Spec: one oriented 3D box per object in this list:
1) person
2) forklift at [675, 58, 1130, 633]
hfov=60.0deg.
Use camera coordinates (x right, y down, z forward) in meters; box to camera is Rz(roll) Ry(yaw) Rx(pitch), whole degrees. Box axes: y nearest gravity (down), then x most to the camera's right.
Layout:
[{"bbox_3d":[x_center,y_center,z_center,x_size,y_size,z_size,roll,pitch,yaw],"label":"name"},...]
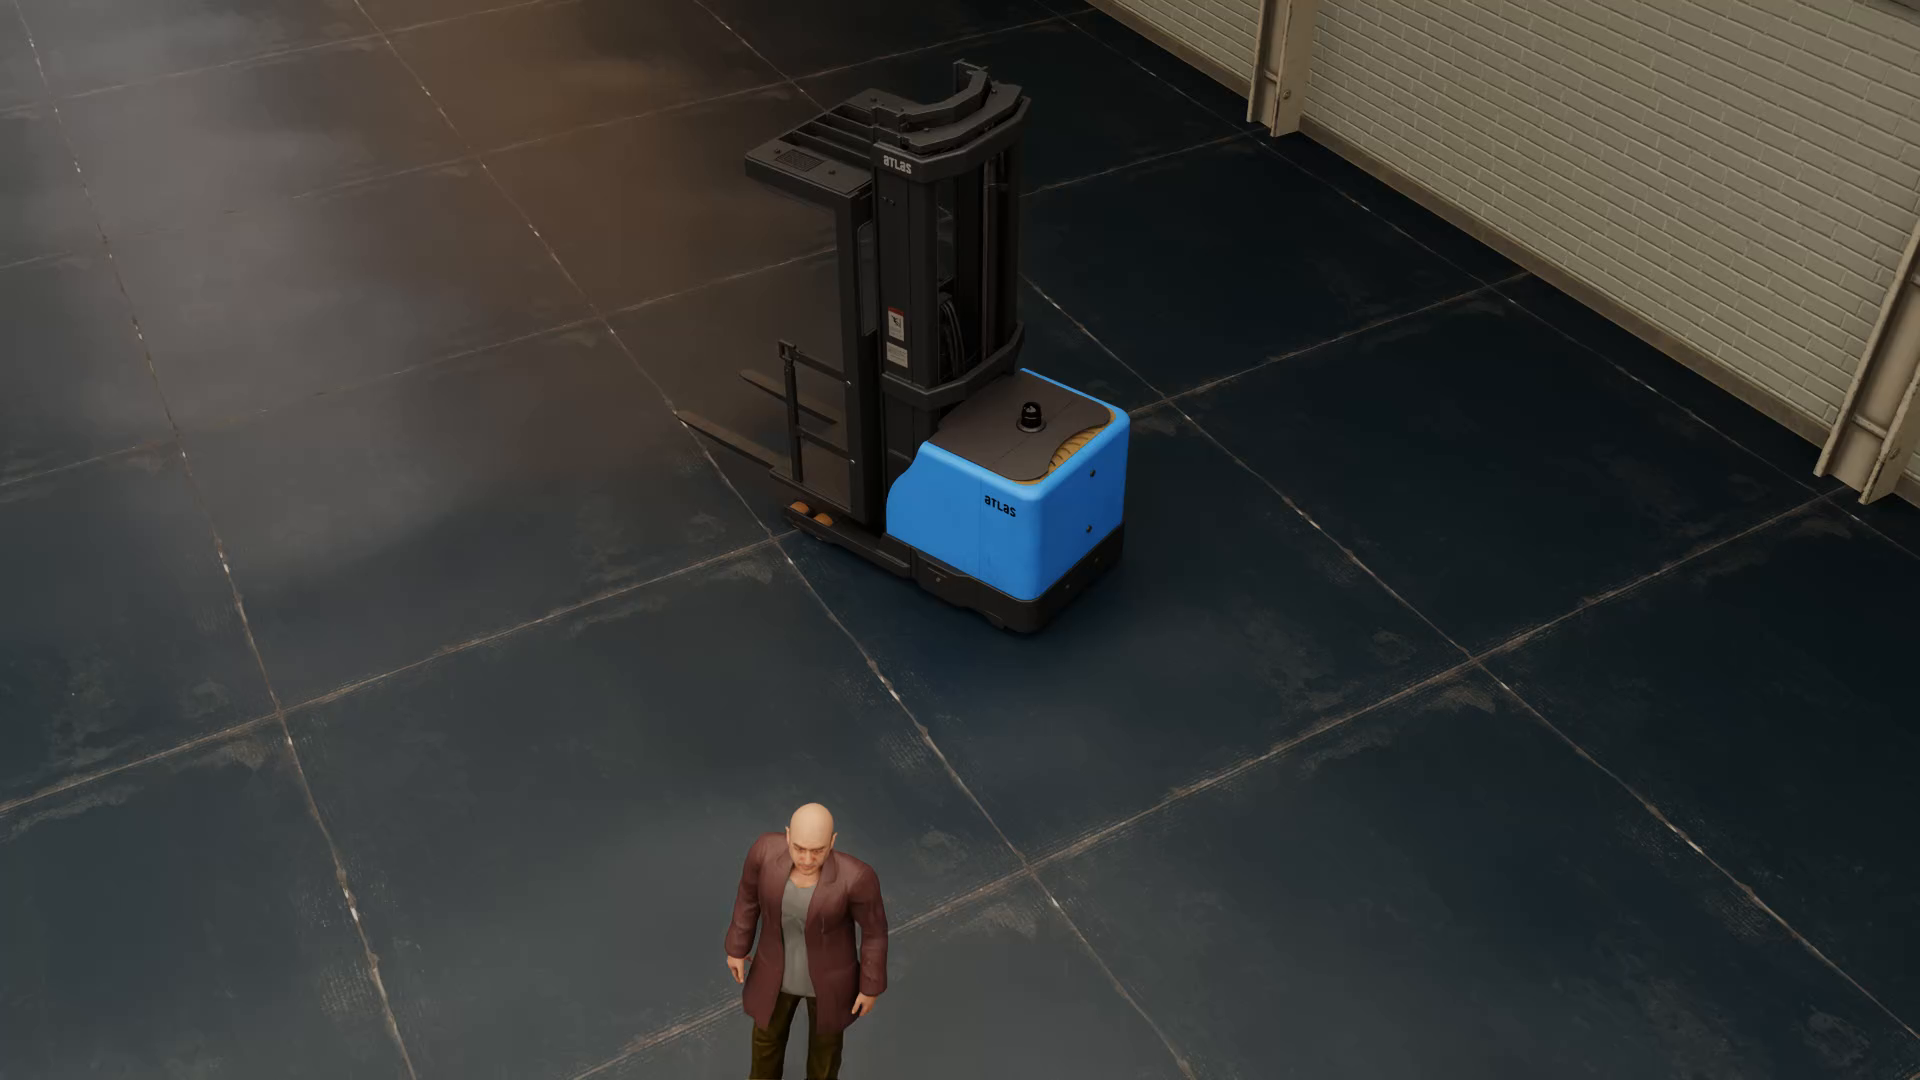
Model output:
[{"bbox_3d":[-0.649,1.810,6.746,0.694,1.777,0.581,10,41,12],"label":"person"},{"bbox_3d":[-0.481,-1.366,9.683,3.031,2.935,1.130,26,46,28],"label":"forklift"}]
